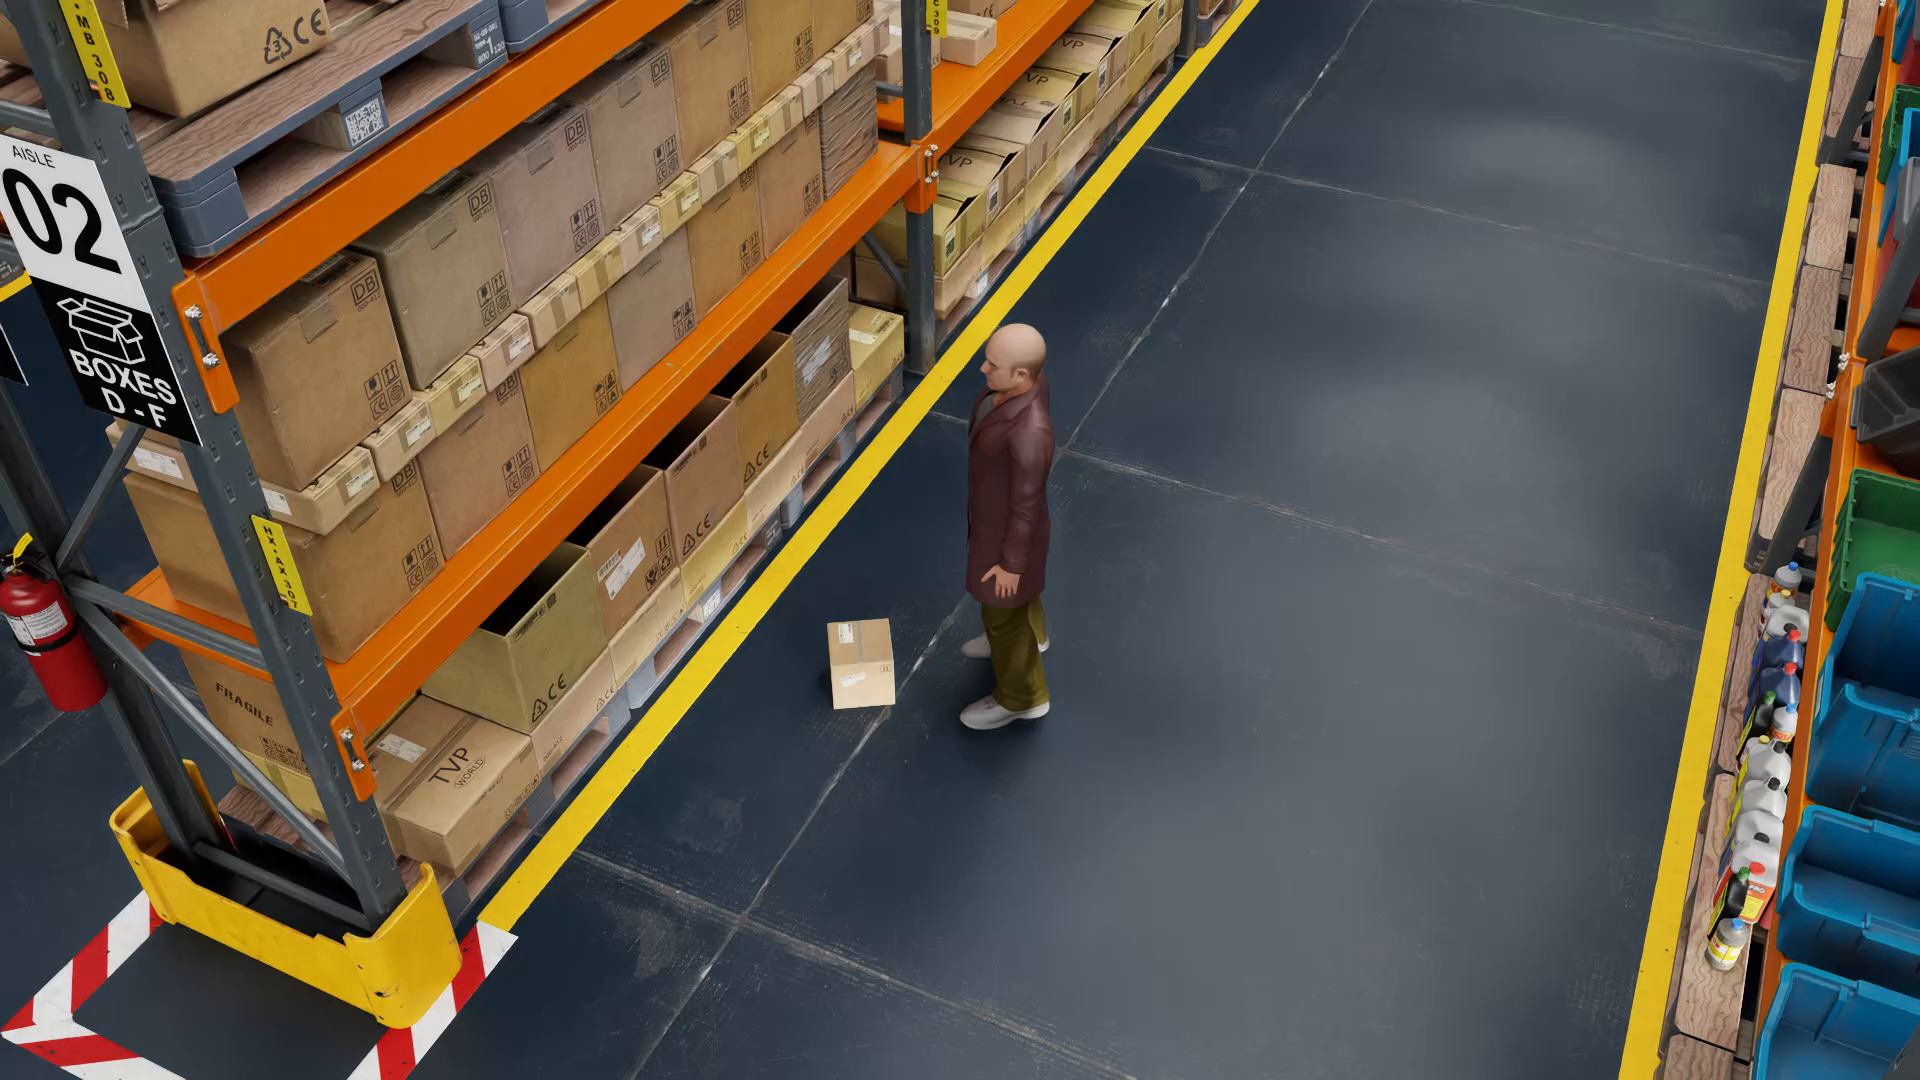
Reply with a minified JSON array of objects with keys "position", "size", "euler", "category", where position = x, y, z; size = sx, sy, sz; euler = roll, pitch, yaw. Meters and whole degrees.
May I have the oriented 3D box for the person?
[{"position":[0.189,-0.053,6.248],"size":[0.419,1.796,0.609],"euler":[-4,42,-4],"category":"person"}]
